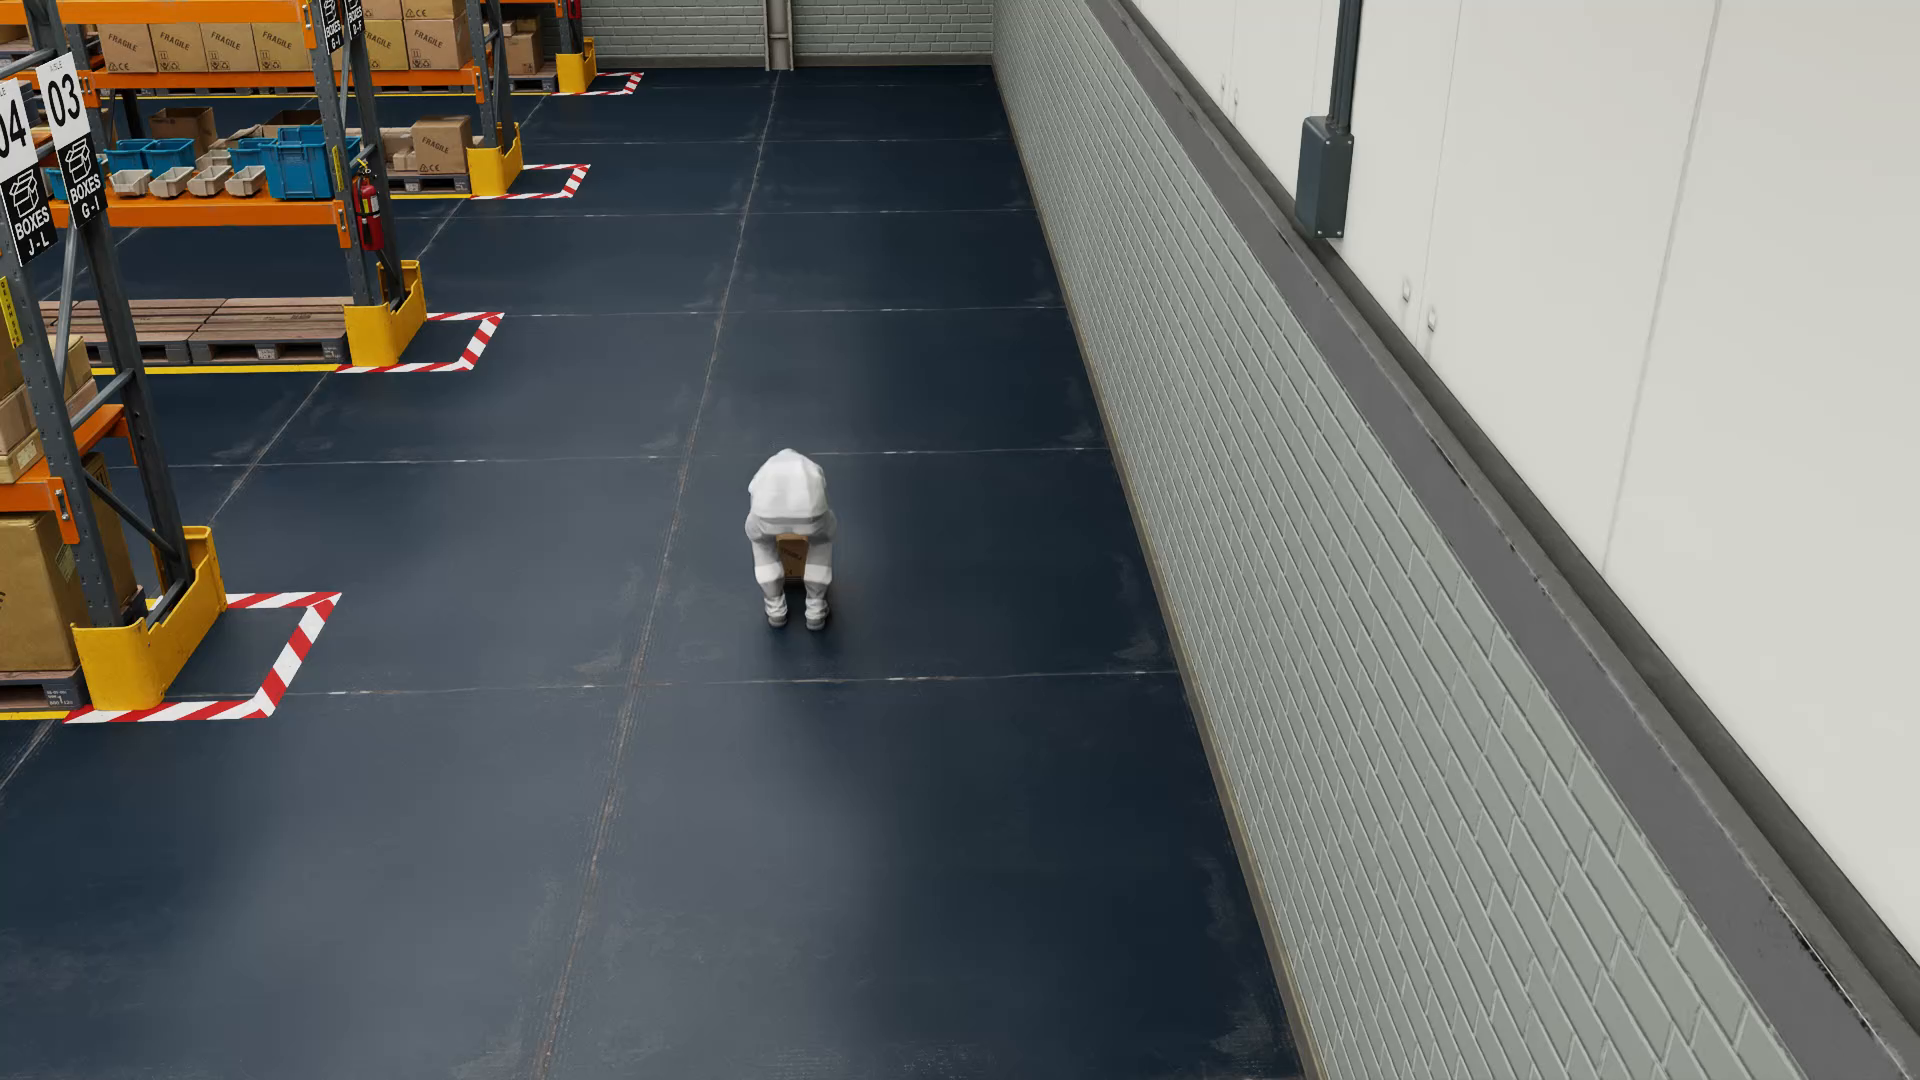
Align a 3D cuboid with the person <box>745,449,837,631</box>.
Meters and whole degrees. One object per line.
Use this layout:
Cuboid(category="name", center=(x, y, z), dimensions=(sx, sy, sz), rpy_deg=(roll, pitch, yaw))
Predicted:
Cuboid(category="person", center=(-0.971, -0.068, 9.566), dimensions=(0.517, 1.010, 0.952), rpy_deg=(-3, 27, -5))
